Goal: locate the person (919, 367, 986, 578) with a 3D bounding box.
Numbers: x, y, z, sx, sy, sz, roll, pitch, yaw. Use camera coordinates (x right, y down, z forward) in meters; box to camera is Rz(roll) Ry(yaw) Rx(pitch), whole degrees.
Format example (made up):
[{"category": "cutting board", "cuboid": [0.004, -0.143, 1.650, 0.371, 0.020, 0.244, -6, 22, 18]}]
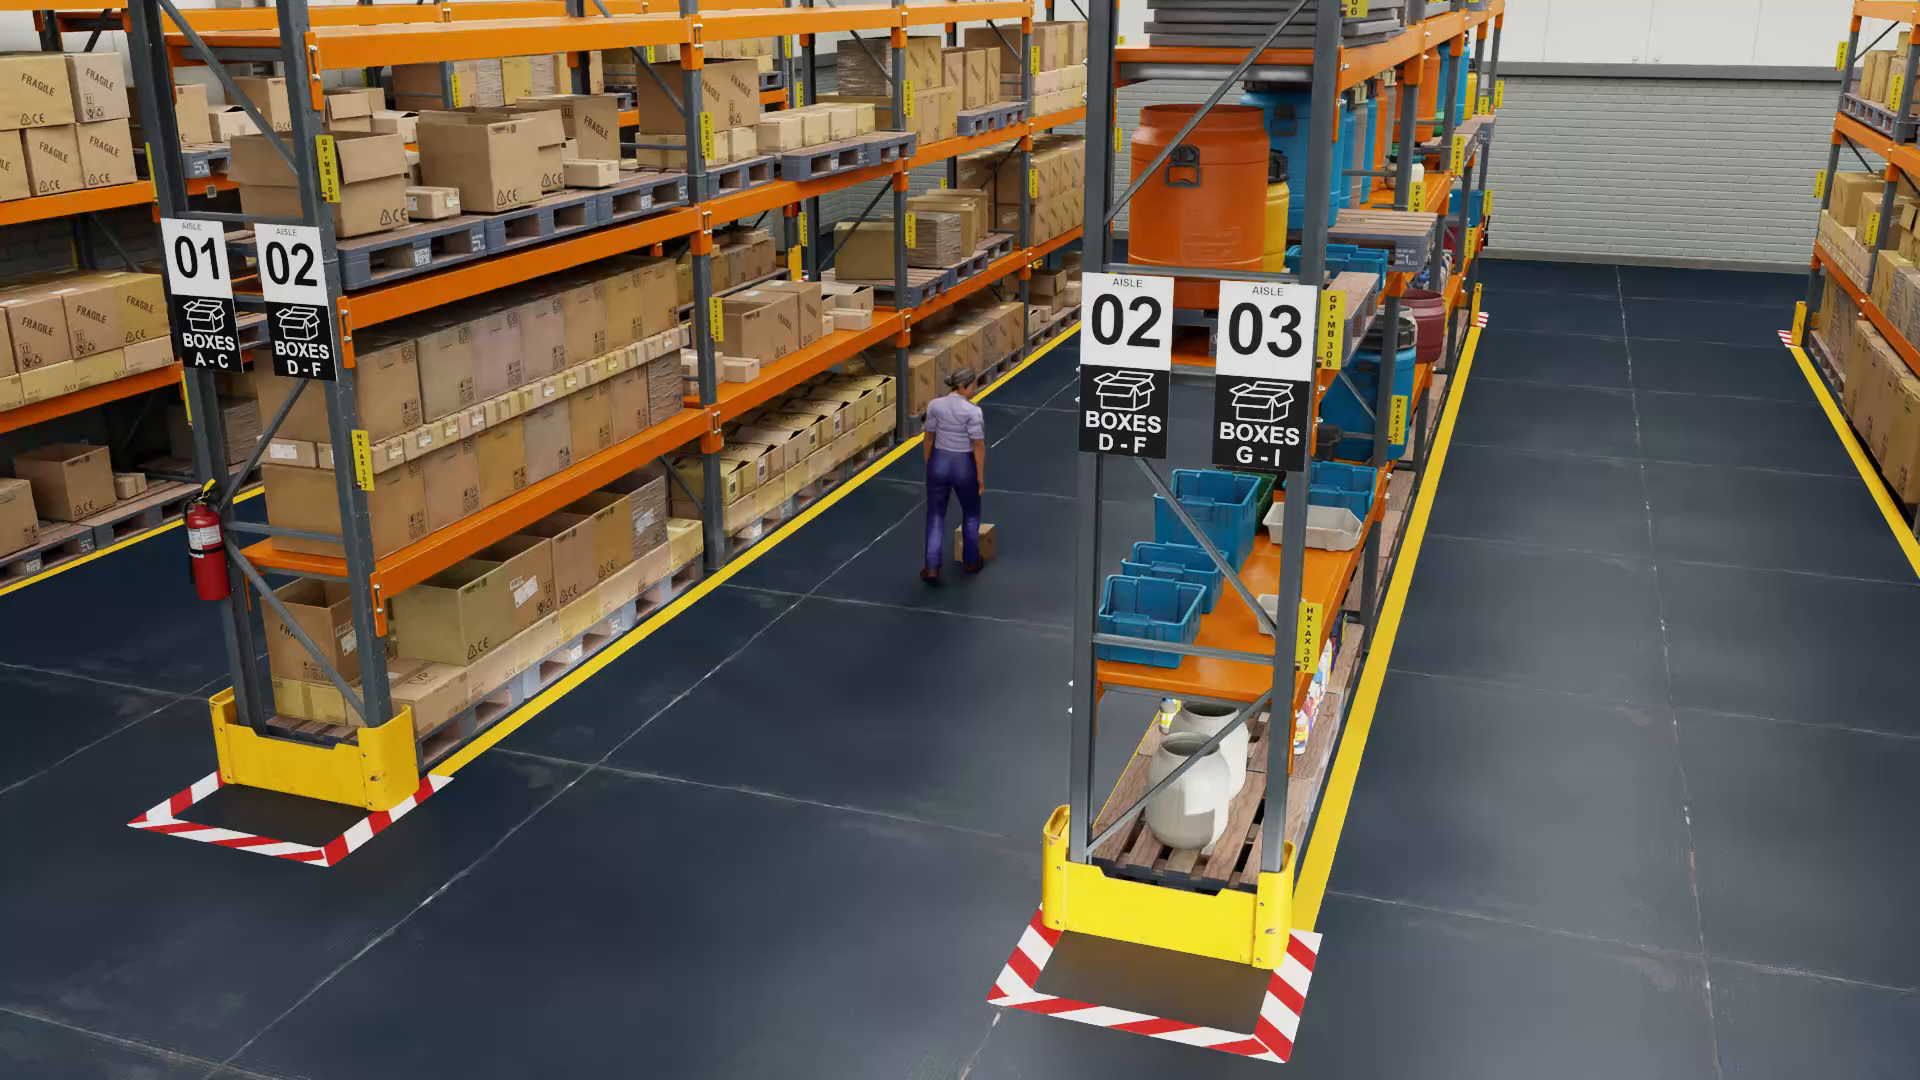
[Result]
[{"category": "person", "cuboid": [-0.037, -0.513, 12.555, 0.509, 1.630, 0.740, 4, 19, 13]}]
